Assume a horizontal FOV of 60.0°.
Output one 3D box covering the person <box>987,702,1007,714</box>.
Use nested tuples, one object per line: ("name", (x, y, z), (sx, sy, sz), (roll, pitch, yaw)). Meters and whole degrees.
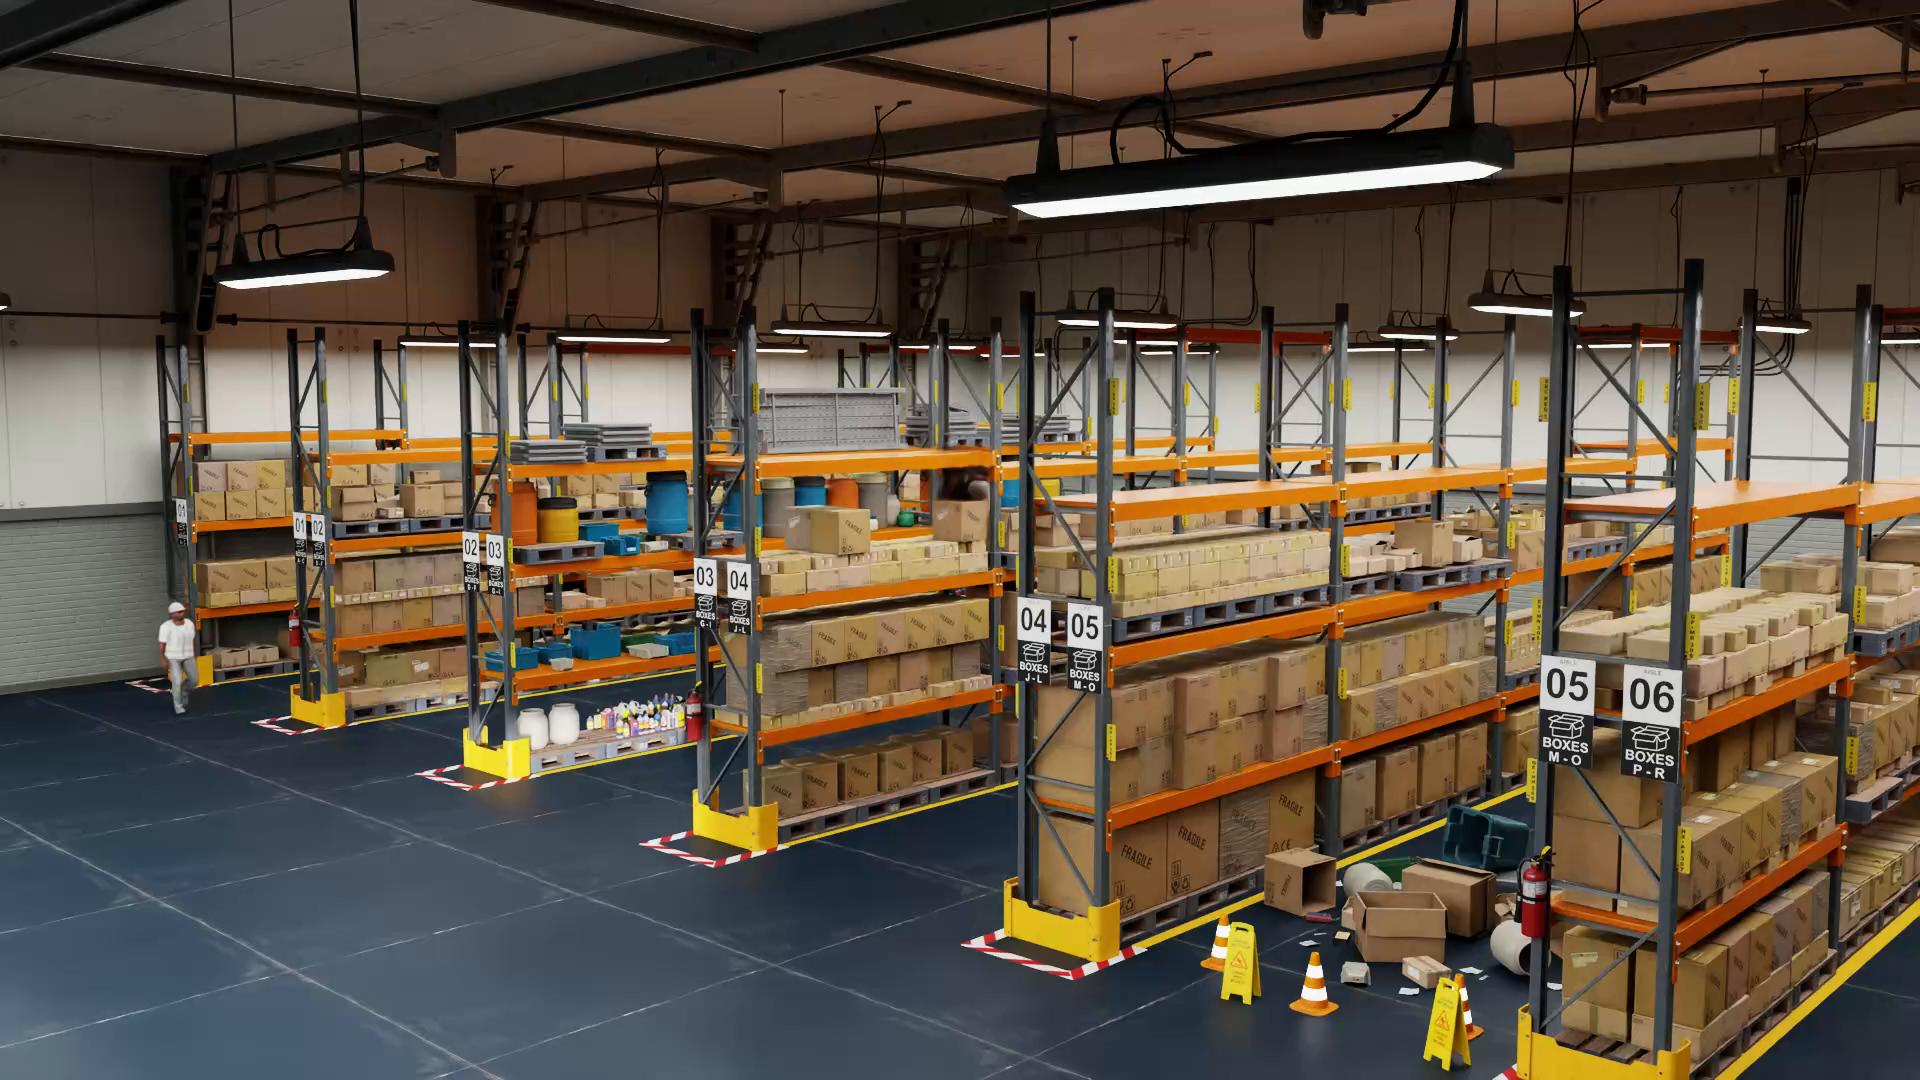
("person", (0.508, 2.038, 24.583), (0.483, 1.630, 0.944), (5, 7, 41))

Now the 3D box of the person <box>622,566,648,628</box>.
("person", (-6.315, 1.300, 32.200), (0.545, 1.704, 0.367), (0, 5, -1))

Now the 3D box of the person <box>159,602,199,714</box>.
("person", (-12.268, 1.834, 26.064), (0.606, 1.749, 0.559), (-5, 8, -44))
